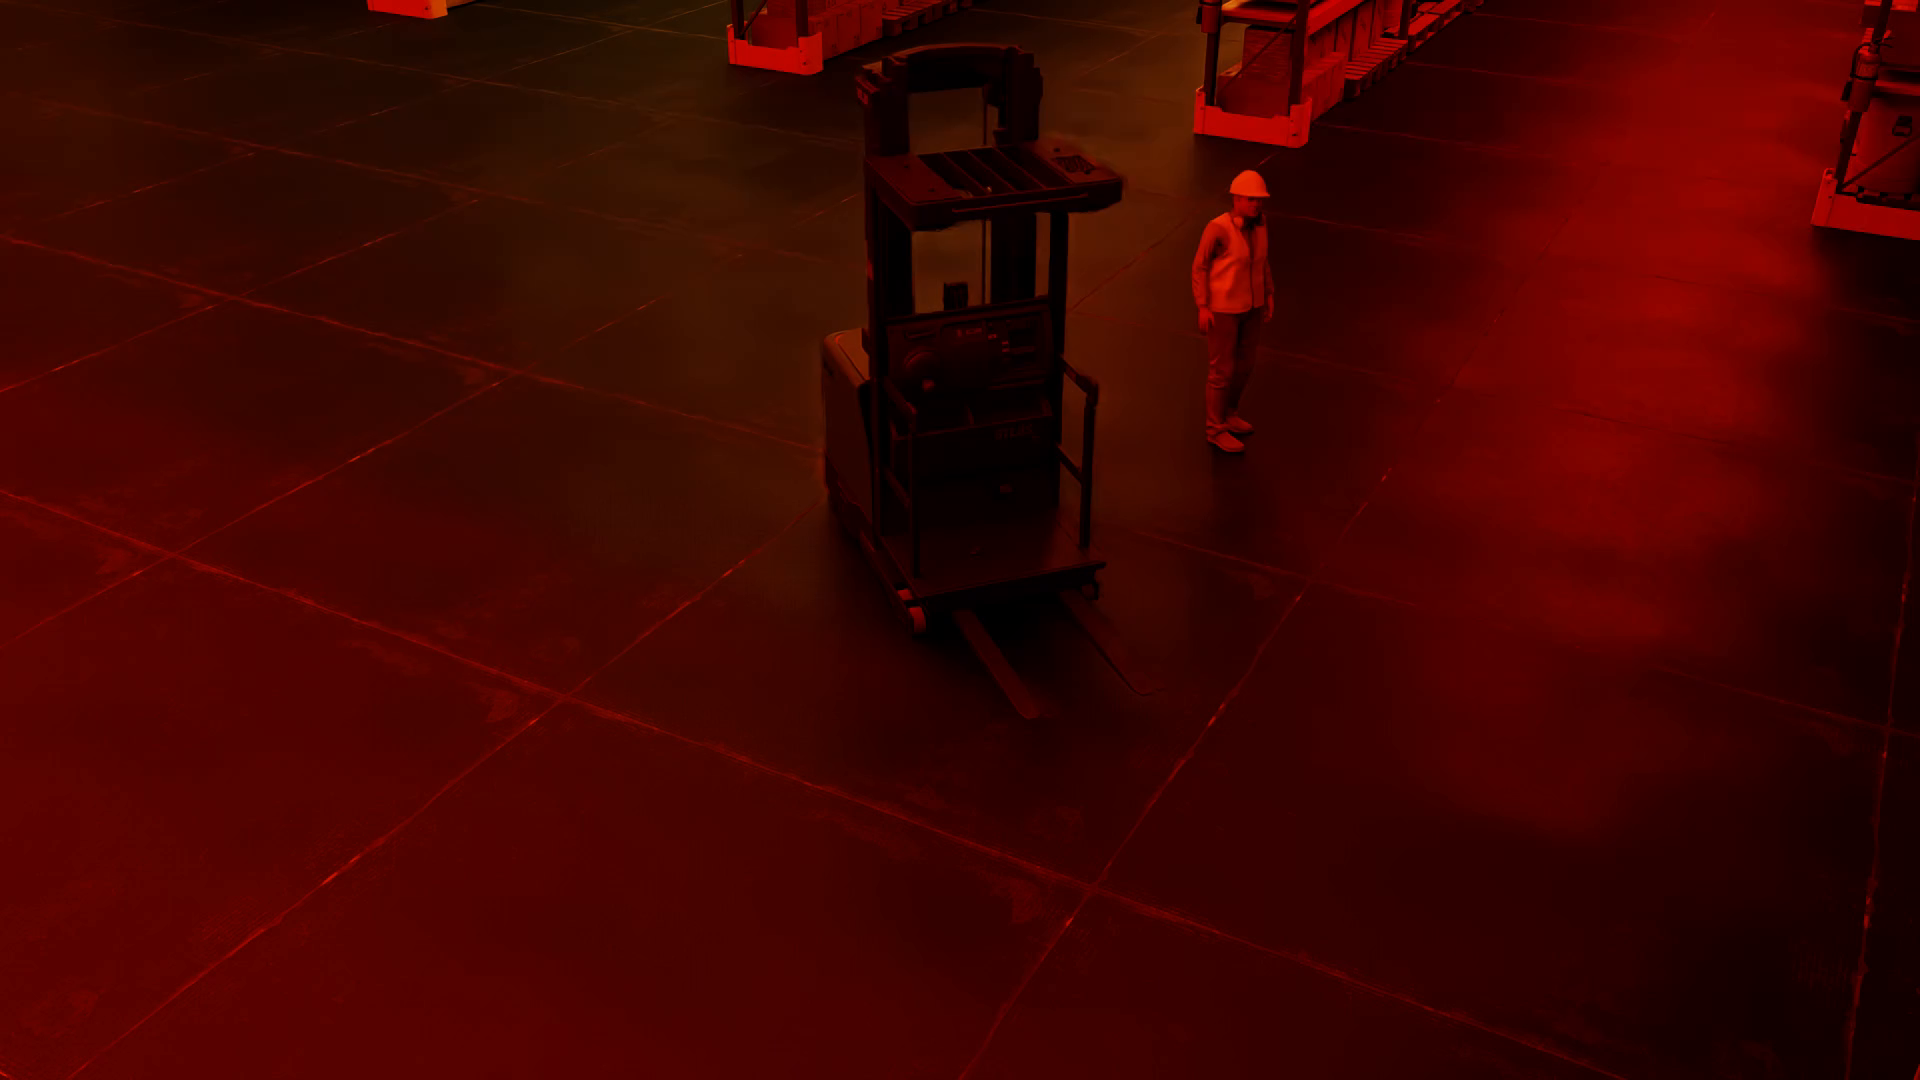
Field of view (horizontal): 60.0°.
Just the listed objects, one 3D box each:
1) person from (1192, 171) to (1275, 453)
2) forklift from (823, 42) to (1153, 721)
[{"bbox_3d":[1.837,-1.500,10.826,0.679,1.775,0.549,-23,37,-34],"label":"person"},{"bbox_3d":[0.133,-0.973,8.757,1.130,2.935,3.031,-10,32,-17],"label":"forklift"}]
